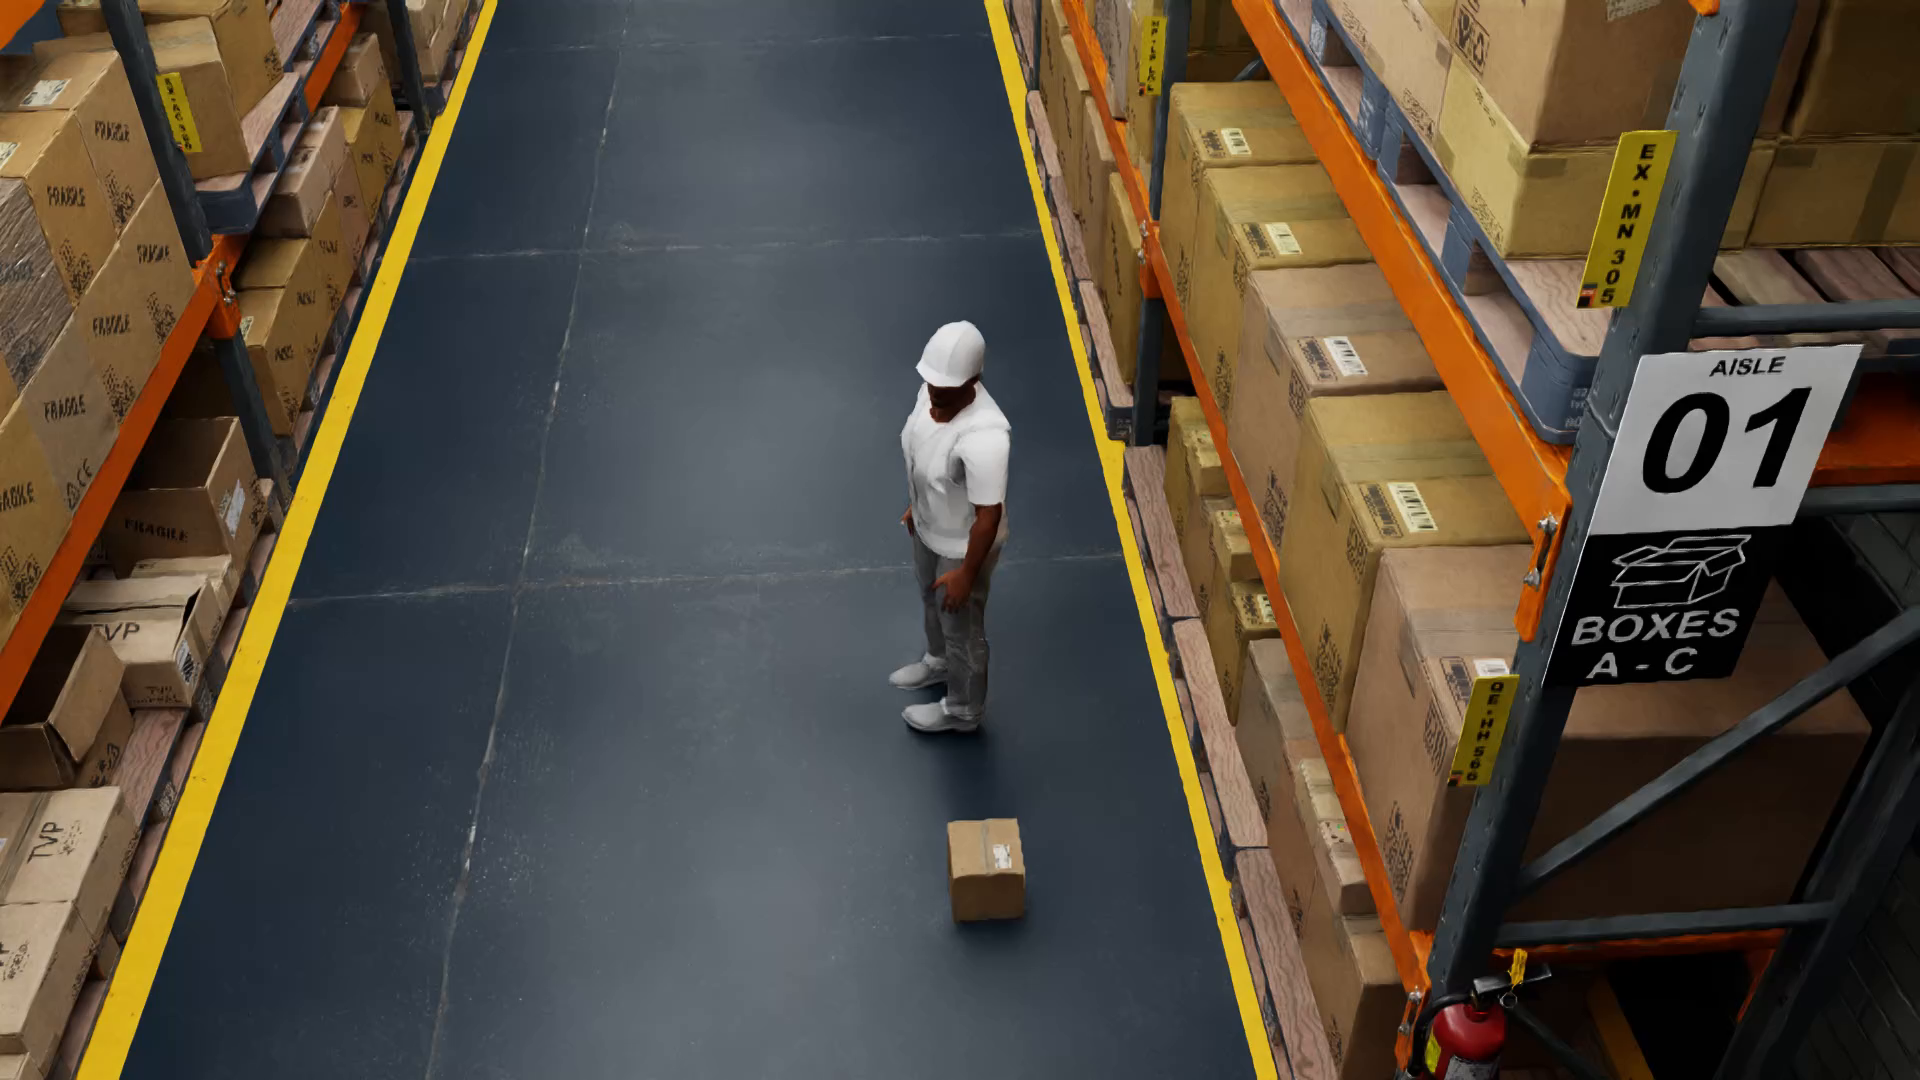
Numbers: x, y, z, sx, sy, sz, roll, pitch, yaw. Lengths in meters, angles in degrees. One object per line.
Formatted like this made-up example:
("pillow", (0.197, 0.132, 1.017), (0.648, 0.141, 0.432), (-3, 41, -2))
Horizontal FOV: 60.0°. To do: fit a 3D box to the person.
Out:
("person", (-0.049, -0.017, 6.150), (0.413, 1.804, 0.615), (-14, 41, -17))
